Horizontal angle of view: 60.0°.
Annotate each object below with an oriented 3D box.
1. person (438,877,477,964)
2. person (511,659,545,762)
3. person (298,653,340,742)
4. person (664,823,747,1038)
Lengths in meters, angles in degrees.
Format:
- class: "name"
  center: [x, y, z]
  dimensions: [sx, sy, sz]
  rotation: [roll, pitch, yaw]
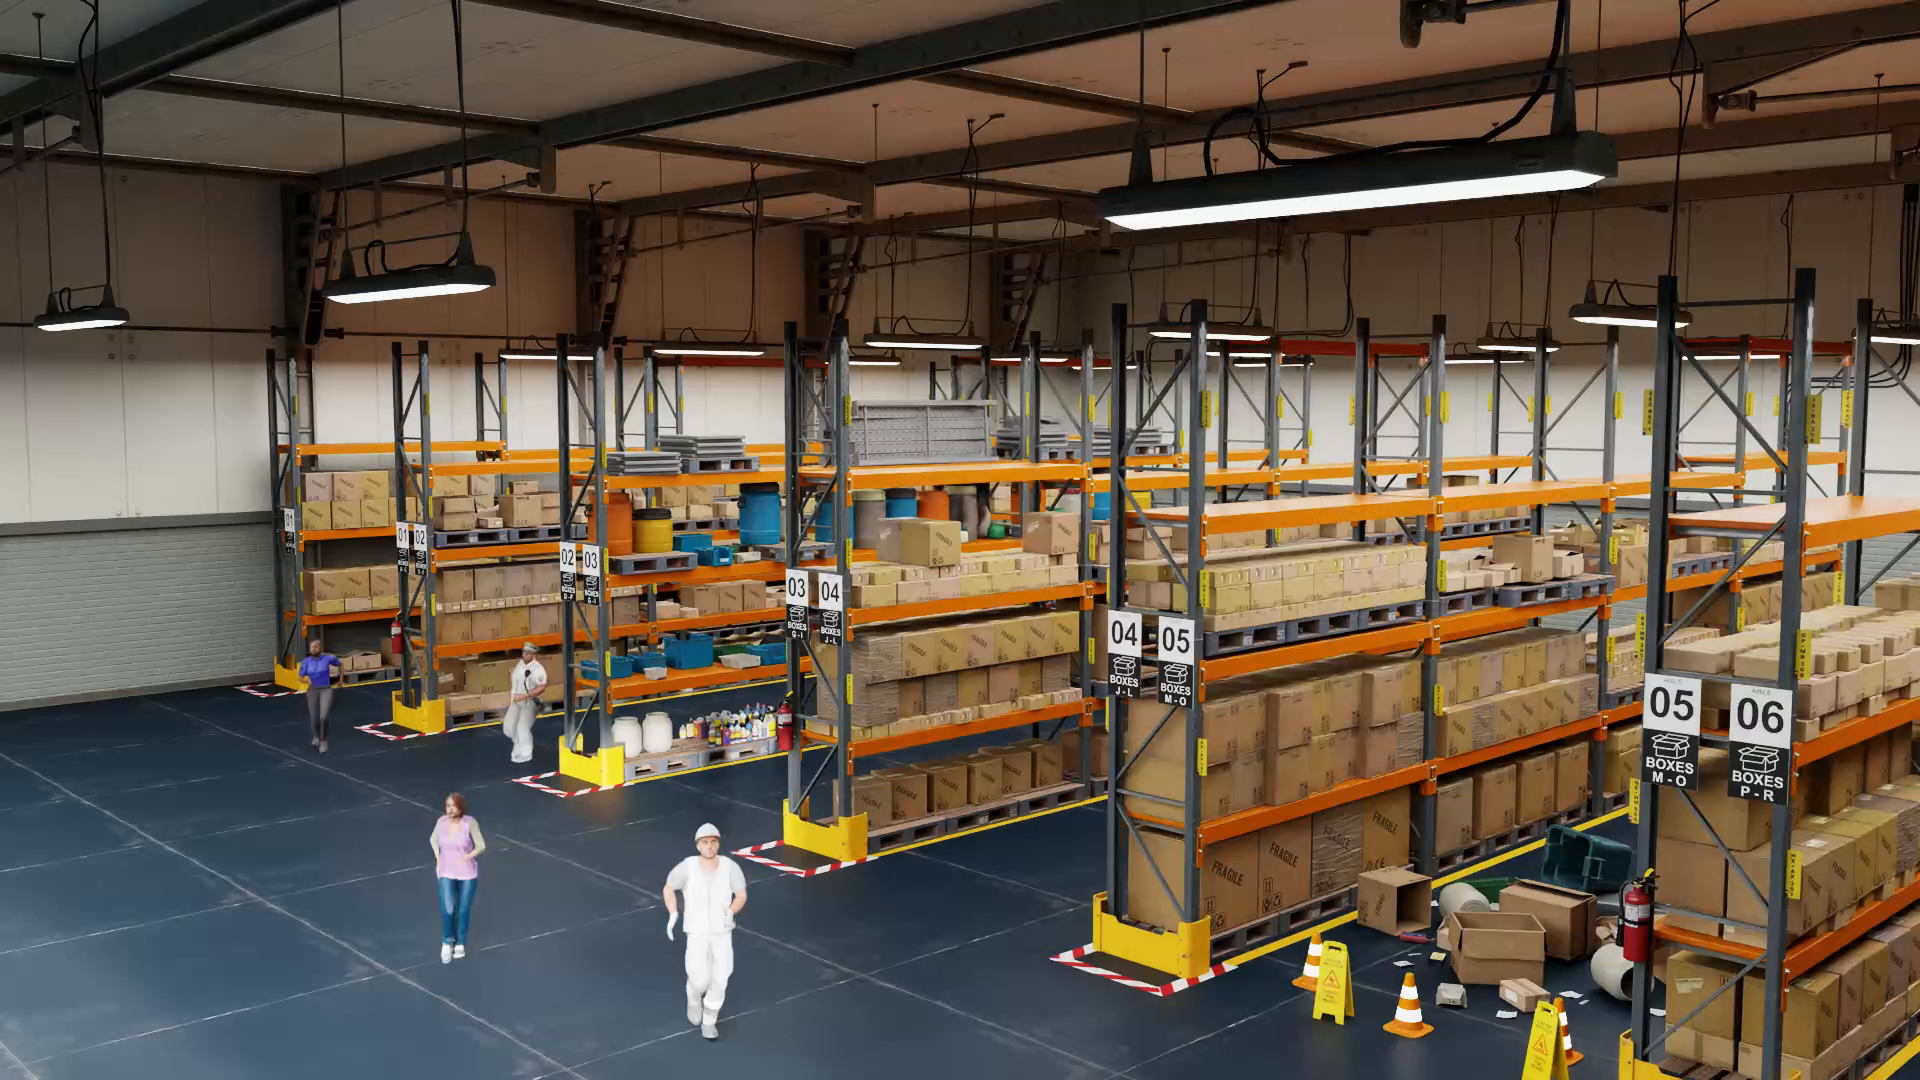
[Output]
- class: "person"
  center: [-4.569, 3.385, 15.156]
  dimensions: [0.335, 0.938, 0.549]
  rotation: [-1, 5, -10]
- class: "person"
  center: [-6.131, 2.406, 23.453]
  dimensions: [0.610, 1.471, 0.396]
  rotation: [2, 6, 26]
- class: "person"
  center: [-9.298, 2.280, 24.172]
  dimensions: [0.539, 1.324, 0.737]
  rotation: [-1, 5, -11]
- class: "person"
  center: [-2.031, 3.134, 13.363]
  dimensions: [0.650, 1.740, 0.407]
  rotation: [-1, 5, -16]
